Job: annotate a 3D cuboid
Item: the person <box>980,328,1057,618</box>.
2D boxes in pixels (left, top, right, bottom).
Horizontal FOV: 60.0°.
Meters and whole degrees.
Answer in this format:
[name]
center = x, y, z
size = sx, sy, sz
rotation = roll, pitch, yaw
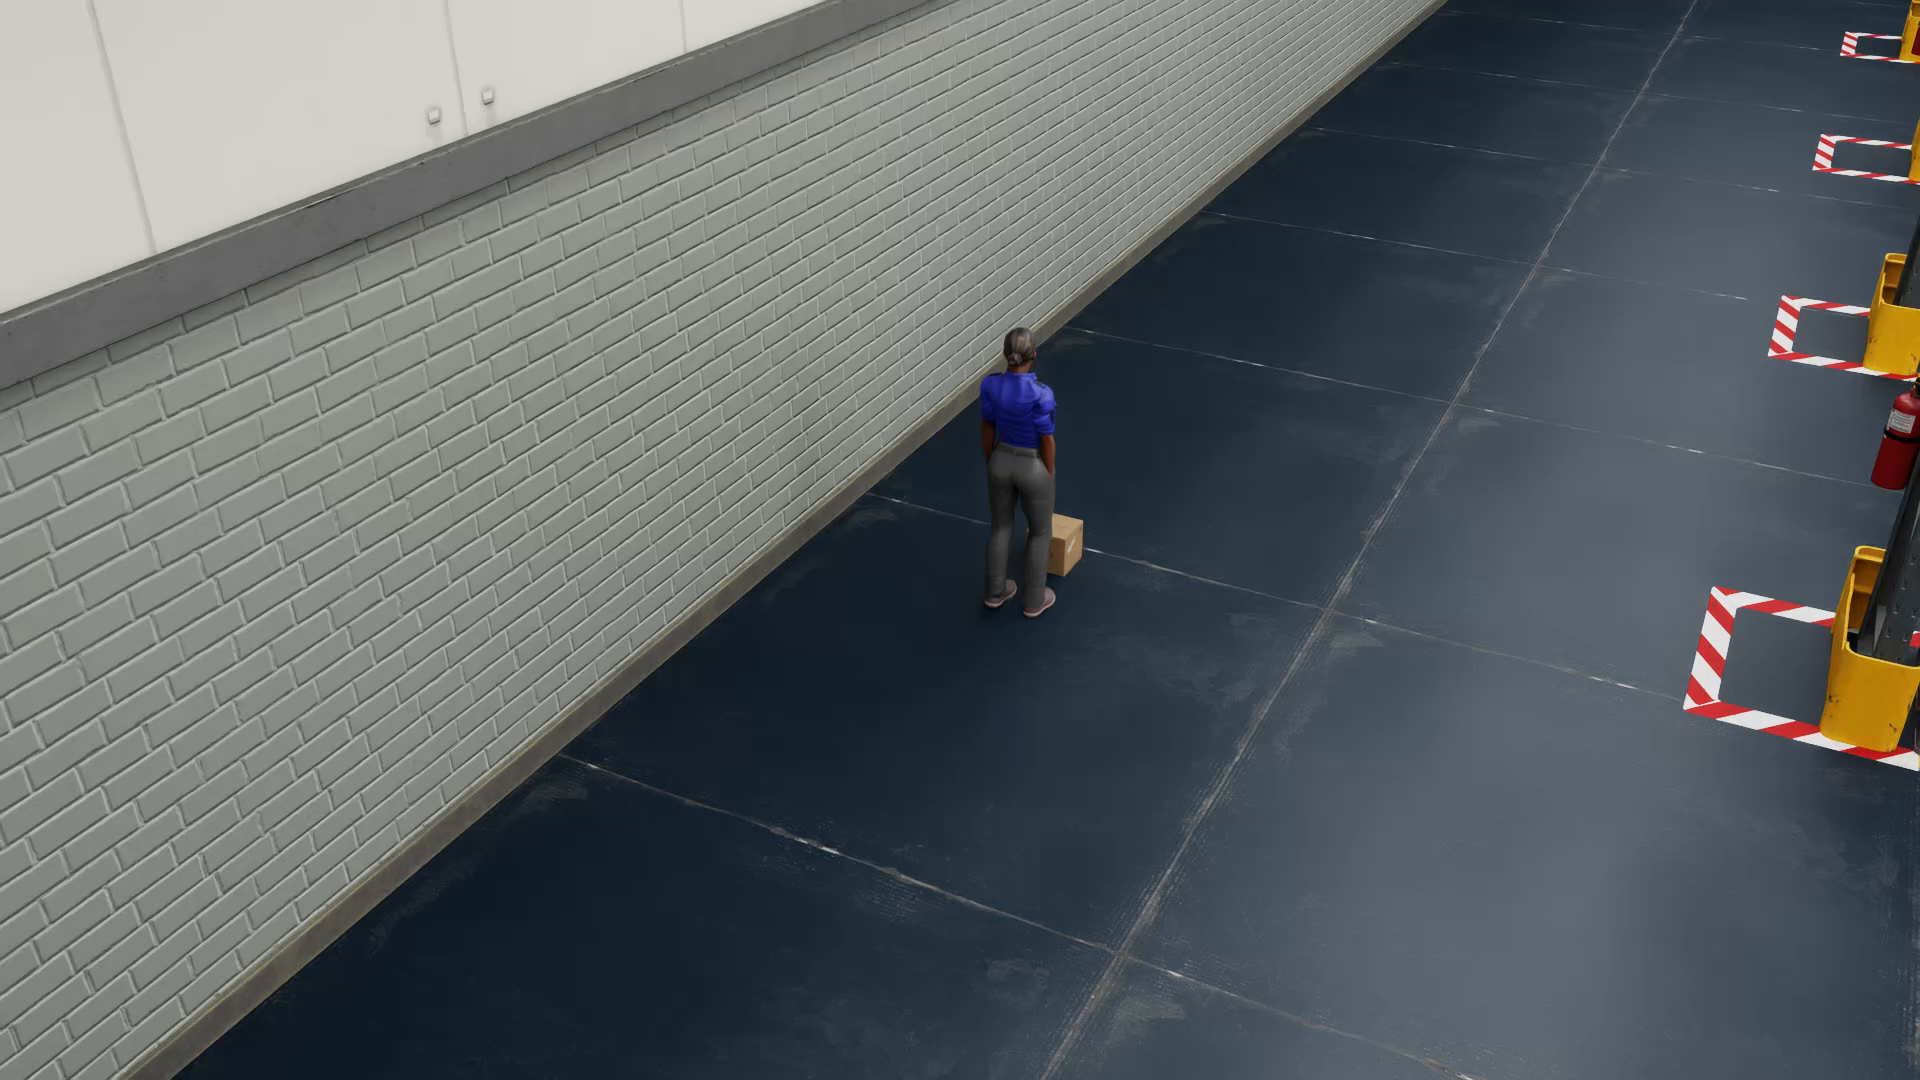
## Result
[person]
center = 0.315, -0.368, 8.930
size = 0.438, 1.658, 0.303
rotation = 15, 34, 24
